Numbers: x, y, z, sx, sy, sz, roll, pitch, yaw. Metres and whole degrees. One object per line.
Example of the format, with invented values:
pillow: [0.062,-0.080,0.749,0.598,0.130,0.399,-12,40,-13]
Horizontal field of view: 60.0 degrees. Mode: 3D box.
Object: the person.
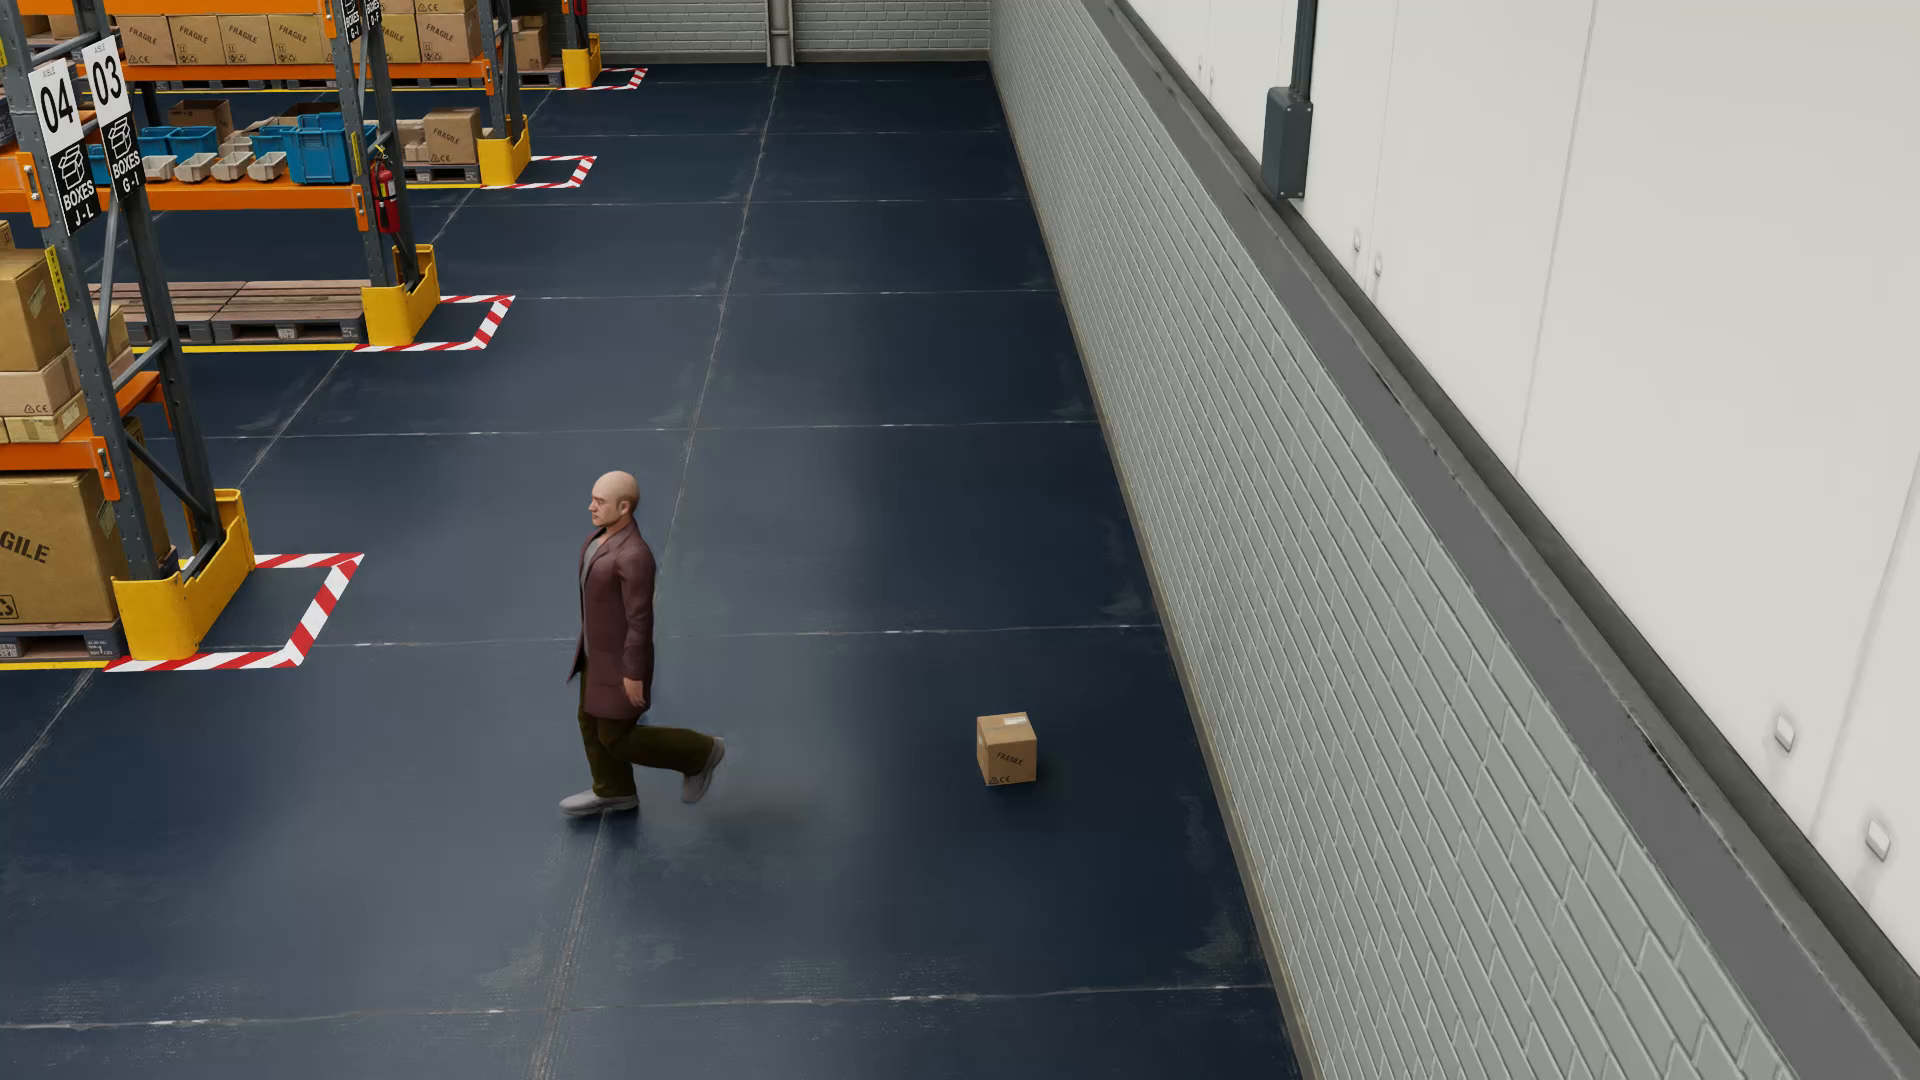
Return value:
person: [-1.521,0.542,7.644,0.773,1.663,0.602,-12,29,-21]
